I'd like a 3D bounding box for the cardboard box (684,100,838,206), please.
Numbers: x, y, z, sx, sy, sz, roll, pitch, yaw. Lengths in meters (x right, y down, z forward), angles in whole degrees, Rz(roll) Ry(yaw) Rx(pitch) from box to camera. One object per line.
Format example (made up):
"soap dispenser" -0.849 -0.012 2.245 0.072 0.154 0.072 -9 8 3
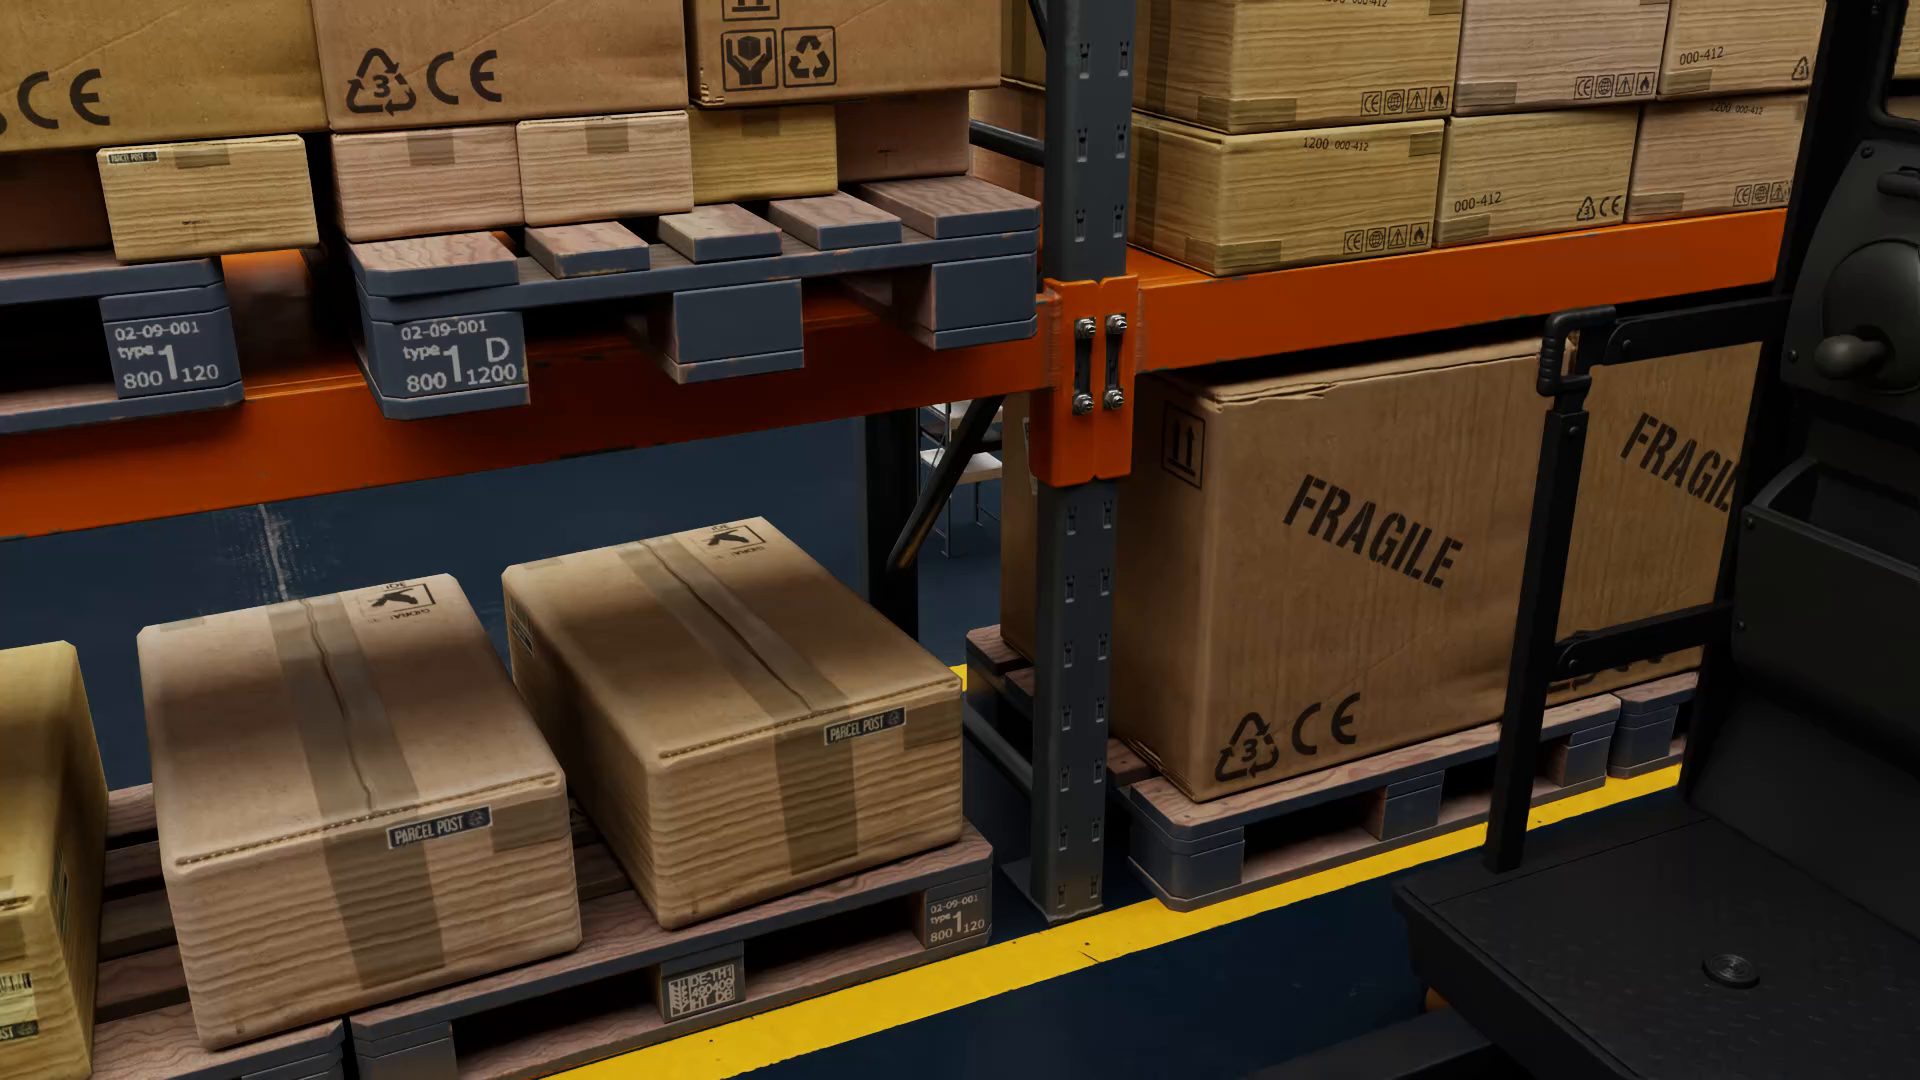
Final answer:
"cardboard box" -0.383 -0.659 2.699 0.250 0.149 0.380 -10 25 -23

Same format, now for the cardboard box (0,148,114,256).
"cardboard box" -1.344 -0.514 2.349 0.250 0.149 0.380 -10 25 -23

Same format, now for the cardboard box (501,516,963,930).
"cardboard box" -0.493 0.325 3.430 0.625 0.372 0.950 -12 25 -27

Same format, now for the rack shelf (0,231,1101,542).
"rack shelf" -1.781 -0.122 2.562 4.000 0.370 1.077 -10 25 -24

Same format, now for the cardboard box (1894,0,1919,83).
"cardboard box" 1.968 -1.190 3.745 0.500 0.250 0.500 -10 24 -23

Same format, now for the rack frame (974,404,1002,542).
"rack frame" 0.099 -0.434 5.122 0.006 0.900 0.240 -10 25 -24

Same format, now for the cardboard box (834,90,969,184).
"cardboard box" -0.173 -0.728 2.867 0.250 0.149 0.380 -9 24 -22

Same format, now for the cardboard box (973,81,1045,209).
"cardboard box" 0.364 -0.890 3.674 0.500 0.250 0.500 -11 25 -25

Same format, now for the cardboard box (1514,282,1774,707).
"cardboard box" 1.485 -0.230 4.114 0.875 0.875 0.875 -10 25 -23

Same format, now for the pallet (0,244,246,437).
"pallet" -1.745 -0.355 2.435 1.213 0.211 1.003 -10 25 -24

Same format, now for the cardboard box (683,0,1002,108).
"cardboard box" -0.268 -0.992 2.656 0.500 0.500 0.500 -11 25 -25

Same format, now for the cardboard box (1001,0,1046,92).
"cardboard box" 0.347 -1.115 3.565 0.500 0.250 0.500 -11 25 -24

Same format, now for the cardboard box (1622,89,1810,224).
"cardboard box" 1.501 -0.887 3.667 0.500 0.250 0.500 -10 24 -22

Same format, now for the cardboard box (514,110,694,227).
"cardboard box" -0.590 -0.602 2.561 0.250 0.149 0.380 -11 25 -24

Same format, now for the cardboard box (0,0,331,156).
"cardboard box" -1.184 -0.818 2.237 0.500 0.500 0.500 -12 25 -27

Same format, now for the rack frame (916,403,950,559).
"rack frame" -0.084 -0.400 5.040 0.006 0.900 0.240 -10 25 -24

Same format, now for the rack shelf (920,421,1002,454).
"rack shelf" 0.007 -0.303 5.128 0.200 0.077 0.258 -10 25 -24

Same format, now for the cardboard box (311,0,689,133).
"cardboard box" -0.729 -0.903 2.440 0.500 0.500 0.500 -11 25 -24

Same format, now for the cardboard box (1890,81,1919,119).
"cardboard box" 1.944 -0.970 3.868 0.500 0.250 0.500 -10 25 -24

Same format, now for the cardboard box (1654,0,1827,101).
"cardboard box" 1.505 -1.110 3.552 0.500 0.250 0.500 -11 25 -24

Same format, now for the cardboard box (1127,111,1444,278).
"cardboard box" 0.571 -0.711 3.241 0.500 0.250 0.500 -11 25 -25

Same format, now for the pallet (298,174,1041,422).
"pallet" -0.575 -0.542 2.889 1.003 0.211 1.213 -10 25 -24

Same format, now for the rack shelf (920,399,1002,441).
"rack shelf" 0.007 -0.386 5.094 0.200 0.077 0.258 -10 25 -24

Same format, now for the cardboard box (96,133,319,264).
"cardboard box" -1.063 -0.512 2.344 0.250 0.149 0.380 -10 24 -23

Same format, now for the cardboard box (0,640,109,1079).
"cardboard box" -1.840 0.574 2.829 0.625 0.372 0.950 -10 24 -22

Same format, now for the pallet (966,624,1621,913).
"pallet" 0.764 0.398 4.013 1.213 0.211 1.003 -10 25 -24

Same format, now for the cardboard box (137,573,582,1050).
"cardboard box" -1.154 0.450 3.128 0.625 0.372 0.950 -11 25 -25

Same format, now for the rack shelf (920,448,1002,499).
"rack shelf" 0.007 -0.220 5.163 0.200 0.077 0.258 -10 25 -24

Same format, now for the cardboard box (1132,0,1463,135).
"cardboard box" 0.584 -0.946 3.157 0.500 0.250 0.500 -11 25 -24

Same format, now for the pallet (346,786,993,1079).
"pallet" -0.684 0.632 3.448 1.213 0.211 1.003 -10 25 -24

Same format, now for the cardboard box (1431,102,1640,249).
"cardboard box" 1.026 -0.802 3.462 0.500 0.250 0.500 -11 25 -25

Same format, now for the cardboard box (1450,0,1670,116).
"cardboard box" 1.051 -1.032 3.363 0.500 0.250 0.500 -10 24 -22

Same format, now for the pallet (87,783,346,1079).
"pallet" -1.782 0.833 2.962 1.213 0.211 1.003 -10 25 -24

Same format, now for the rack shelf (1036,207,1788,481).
"rack shelf" 1.823 -0.785 4.165 4.000 0.370 1.077 -10 25 -24

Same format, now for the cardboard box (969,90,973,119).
"cardboard box" -0.114 -2.140 8.237 0.500 0.250 0.500 -12 25 -26

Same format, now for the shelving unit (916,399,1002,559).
"shelving unit" 0.007 -0.417 5.081 0.210 0.900 0.258 -10 25 -24

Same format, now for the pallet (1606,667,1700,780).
"pallet" 1.862 0.197 4.498 1.213 0.211 1.003 -10 25 -24

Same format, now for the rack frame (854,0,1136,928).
"rack frame" 0.021 -0.786 3.226 0.127 3.000 1.000 -10 25 -24

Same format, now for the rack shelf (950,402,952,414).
"rack shelf" 0.007 -0.469 5.059 0.200 0.077 0.258 -10 25 -24

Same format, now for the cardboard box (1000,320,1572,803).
"cardboard box" 0.679 -0.084 3.760 0.875 0.875 0.875 -11 25 -24

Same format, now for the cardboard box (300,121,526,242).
"cardboard box" -0.821 -0.563 2.466 0.250 0.149 0.380 -12 25 -26

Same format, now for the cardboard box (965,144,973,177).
"cardboard box" -0.097 -1.799 8.394 0.500 0.500 0.500 -11 25 -25
